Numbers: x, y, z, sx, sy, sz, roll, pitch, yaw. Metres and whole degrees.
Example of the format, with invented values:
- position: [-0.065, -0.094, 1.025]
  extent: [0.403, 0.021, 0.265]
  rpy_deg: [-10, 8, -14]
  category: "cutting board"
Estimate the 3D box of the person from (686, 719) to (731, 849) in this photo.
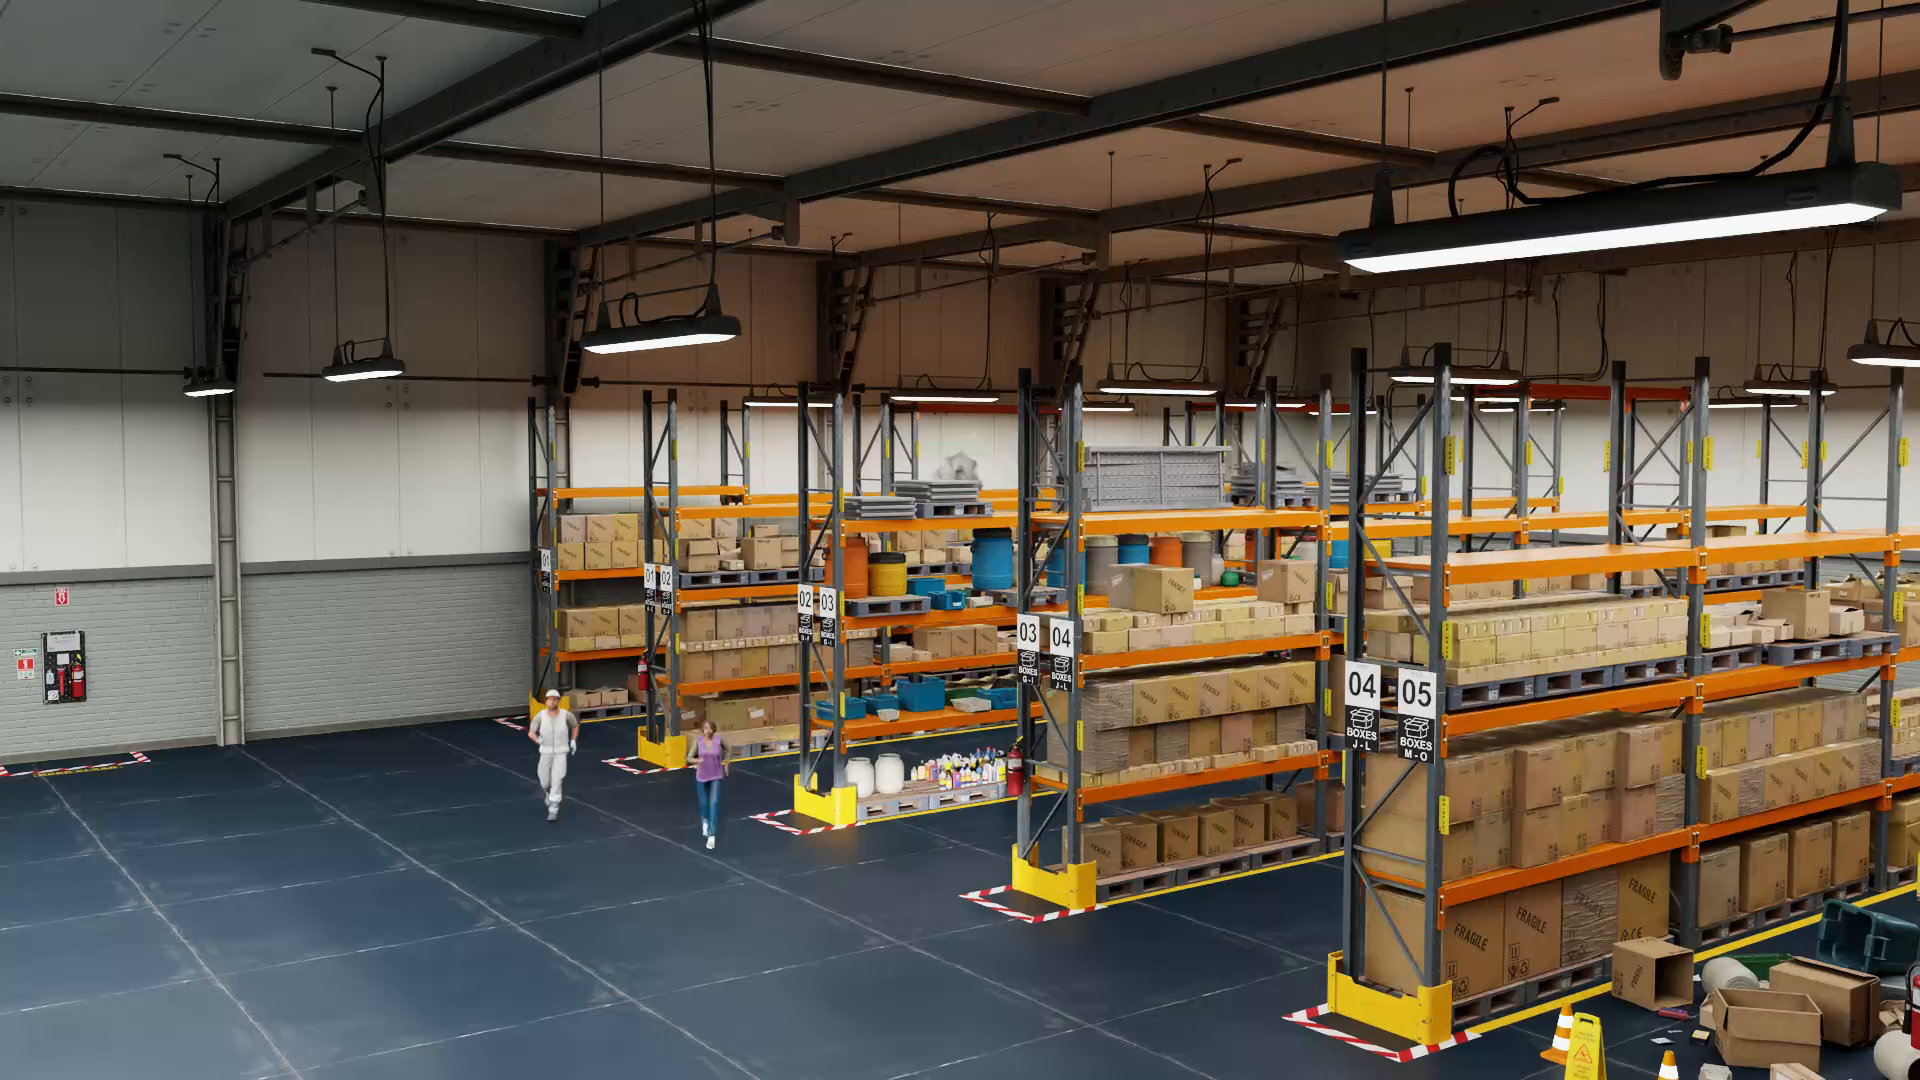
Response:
- position: [-3.219, 3.117, 21.287]
  extent: [0.548, 1.493, 0.882]
  rpy_deg: [0, 3, -4]
  category: "person"

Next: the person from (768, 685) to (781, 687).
- position: [-3.274, 2.568, 30.110]
  extent: [0.766, 1.718, 0.554]
  rpy_deg: [-3, 4, -40]
  category: "person"

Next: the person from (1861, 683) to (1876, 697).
- position: [12.708, 2.899, 23.344]
  extent: [0.917, 1.825, 0.722]
  rpy_deg: [-3, 4, -39]
  category: "person"

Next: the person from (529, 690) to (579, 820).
- position: [-5.587, 2.930, 22.875]
  extent: [0.664, 1.759, 0.816]
  rpy_deg: [-1, 3, -10]
  category: "person"
